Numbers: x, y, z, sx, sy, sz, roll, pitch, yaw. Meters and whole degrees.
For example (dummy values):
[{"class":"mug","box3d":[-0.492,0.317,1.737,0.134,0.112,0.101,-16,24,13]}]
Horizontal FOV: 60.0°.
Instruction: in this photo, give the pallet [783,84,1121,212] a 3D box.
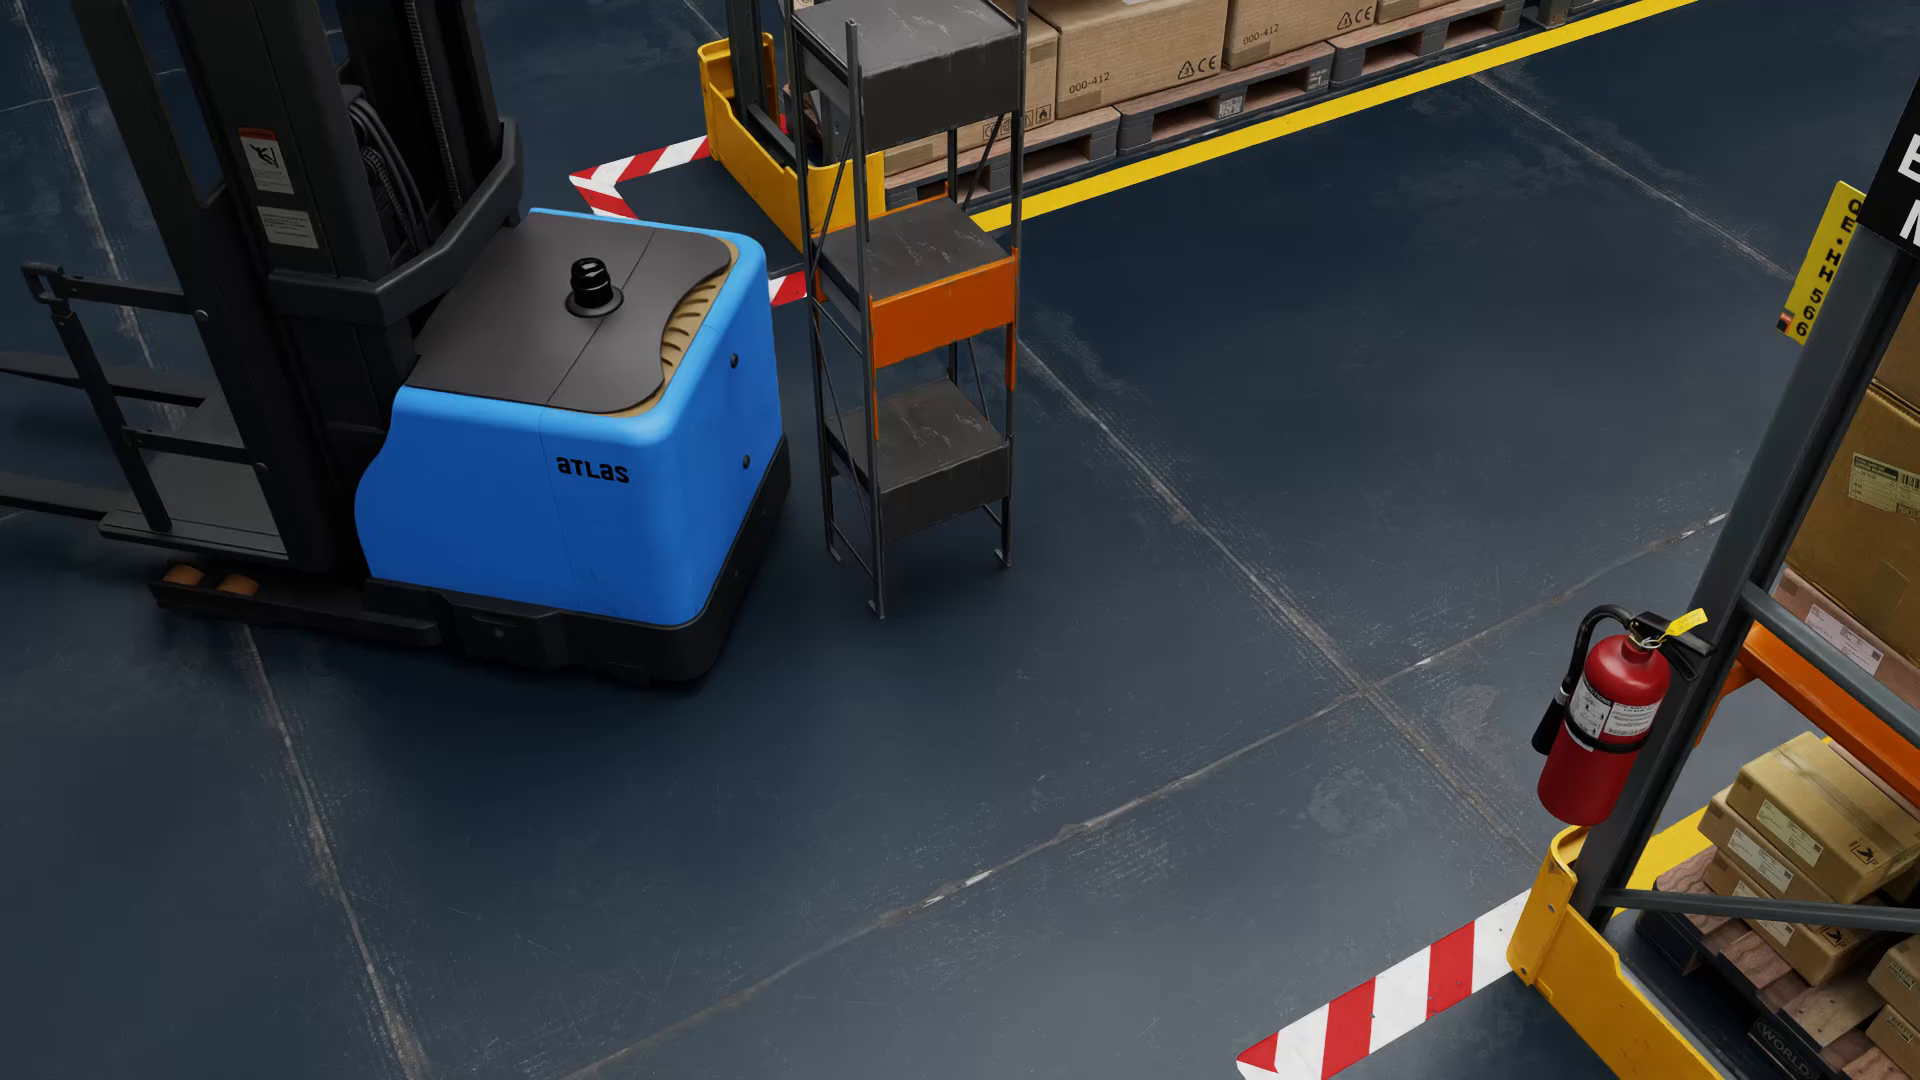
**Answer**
[{"class":"pallet","box3d":[-0.048,-1.901,7.558,1.213,0.211,1.003,-22,48,-21]}]

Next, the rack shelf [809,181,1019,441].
[{"class":"rack shelf","box3d":[-0.144,-0.686,4.969,0.480,0.518,0.431,-22,48,-21]}]

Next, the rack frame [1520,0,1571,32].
[{"class":"rack frame","box3d":[2.766,-3.965,7.682,0.127,3.000,1.000,-22,48,-21]}]

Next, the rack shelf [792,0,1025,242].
[{"class":"rack shelf","box3d":[-0.144,-1.189,4.482,0.480,0.518,0.431,-22,48,-21]}]

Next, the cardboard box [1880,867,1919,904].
[{"class":"cardboard box","box3d":[2.420,0.729,4.377,0.250,0.149,0.380,-23,49,-22]}]

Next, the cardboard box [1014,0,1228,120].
[{"class":"cardboard box","box3d":[0.609,-2.421,7.629,0.875,0.438,0.875,-21,48,-20]}]

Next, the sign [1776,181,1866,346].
[{"class":"sign","box3d":[1.592,-0.494,3.047,0.005,0.325,0.100,-22,48,-21]}]

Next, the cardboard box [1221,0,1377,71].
[{"class":"cardboard box","box3d":[1.392,-2.732,7.950,0.875,0.438,0.875,-23,49,-22]}]

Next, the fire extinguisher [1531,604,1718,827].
[{"class":"fire extinguisher","box3d":[1.403,0.347,3.562,0.183,0.674,0.296,-22,48,-21]}]

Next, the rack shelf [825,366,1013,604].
[{"class":"rack shelf","box3d":[-0.144,-0.184,5.457,0.480,0.518,0.431,-22,48,-21]}]

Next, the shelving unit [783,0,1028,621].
[{"class":"shelving unit","box3d":[-0.144,-0.696,4.960,0.503,2.100,0.431,-22,48,-21]}]

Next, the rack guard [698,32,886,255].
[{"class":"rack guard","box3d":[-0.723,-1.672,7.114,0.348,0.500,1.175,-22,48,-21]}]

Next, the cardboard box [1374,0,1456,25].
[{"class":"cardboard box","box3d":[2.168,-3.043,8.270,0.875,0.438,0.875,-22,48,-21]}]

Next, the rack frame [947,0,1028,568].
[{"class":"rack frame","box3d":[0.068,-0.781,5.047,0.015,2.100,0.400,-22,48,-21]}]

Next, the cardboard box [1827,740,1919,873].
[{"class":"cardboard box","box3d":[2.430,0.646,4.249,0.250,0.149,0.380,-21,48,-20]}]

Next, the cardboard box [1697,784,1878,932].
[{"class":"cardboard box","box3d":[2.167,0.787,4.317,0.250,0.149,0.380,-23,49,-22]}]

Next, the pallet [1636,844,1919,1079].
[{"class":"pallet","box3d":[2.639,1.090,4.475,1.213,0.211,1.003,-22,48,-21]}]

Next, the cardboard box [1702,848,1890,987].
[{"class":"cardboard box","box3d":[2.204,0.940,4.373,0.250,0.149,0.380,-21,48,-20]}]

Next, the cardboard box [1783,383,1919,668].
[{"class":"cardboard box","box3d":[2.113,-0.077,3.390,0.500,0.500,0.500,-21,48,-20]}]

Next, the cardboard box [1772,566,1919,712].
[{"class":"cardboard box","box3d":[1.993,0.183,3.588,0.250,0.149,0.380,-22,48,-21]}]

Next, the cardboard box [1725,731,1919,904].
[{"class":"cardboard box","box3d":[2.184,0.699,4.194,0.250,0.149,0.380,-21,48,-20]}]

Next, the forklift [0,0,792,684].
[{"class":"forklift","box3d":[-2.165,-1.128,4.808,3.031,2.935,1.130,9,45,9]}]

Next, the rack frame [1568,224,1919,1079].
[{"class":"rack frame","box3d":[1.851,0.377,3.208,0.127,3.000,1.000,-22,48,-21]}]

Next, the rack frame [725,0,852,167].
[{"class":"rack frame","box3d":[-0.703,-2.577,6.252,0.127,3.000,1.000,-22,48,-21]}]

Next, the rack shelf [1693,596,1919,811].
[{"class":"rack shelf","box3d":[3.585,-0.059,4.174,4.000,0.370,1.077,-22,48,-21]}]

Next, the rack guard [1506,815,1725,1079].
[{"class":"rack guard","box3d":[1.917,1.247,4.106,0.348,0.500,1.175,-22,48,-21]}]

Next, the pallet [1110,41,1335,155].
[{"class":"pallet","box3d":[1.008,-2.322,7.991,1.213,0.211,1.003,-22,48,-21]}]

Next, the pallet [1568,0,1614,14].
[{"class":"pallet","box3d":[3.397,-3.278,8.976,1.213,0.211,1.003,-22,48,-21]}]

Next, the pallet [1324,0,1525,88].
[{"class":"pallet","box3d":[2.067,-2.748,8.430,1.213,0.211,1.003,-22,48,-21]}]

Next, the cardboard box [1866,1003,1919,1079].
[{"class":"cardboard box","box3d":[2.465,1.261,4.043,0.250,0.149,0.380,-21,48,-20]}]

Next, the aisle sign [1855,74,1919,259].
[{"class":"aisle sign","box3d":[1.638,-0.712,2.463,0.004,0.787,0.394,-22,48,-21]}]

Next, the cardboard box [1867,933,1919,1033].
[{"class":"cardboard box","box3d":[2.433,1.116,3.979,0.250,0.149,0.380,-20,48,-19]}]

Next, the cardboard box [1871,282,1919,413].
[{"class":"cardboard box","box3d":[2.124,-0.434,3.040,0.500,0.500,0.500,-23,49,-22]}]

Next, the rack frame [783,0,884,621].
[{"class":"rack frame","box3d":[-0.355,-0.611,4.872,0.015,2.100,0.400,-22,48,-21]}]

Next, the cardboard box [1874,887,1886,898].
[{"class":"cardboard box","box3d":[2.376,0.790,4.528,0.250,0.149,0.380,-20,48,-20]}]

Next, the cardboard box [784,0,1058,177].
[{"class":"cardboard box","box3d":[-0.180,-2.098,7.296,0.875,0.438,0.875,-23,49,-22]}]
